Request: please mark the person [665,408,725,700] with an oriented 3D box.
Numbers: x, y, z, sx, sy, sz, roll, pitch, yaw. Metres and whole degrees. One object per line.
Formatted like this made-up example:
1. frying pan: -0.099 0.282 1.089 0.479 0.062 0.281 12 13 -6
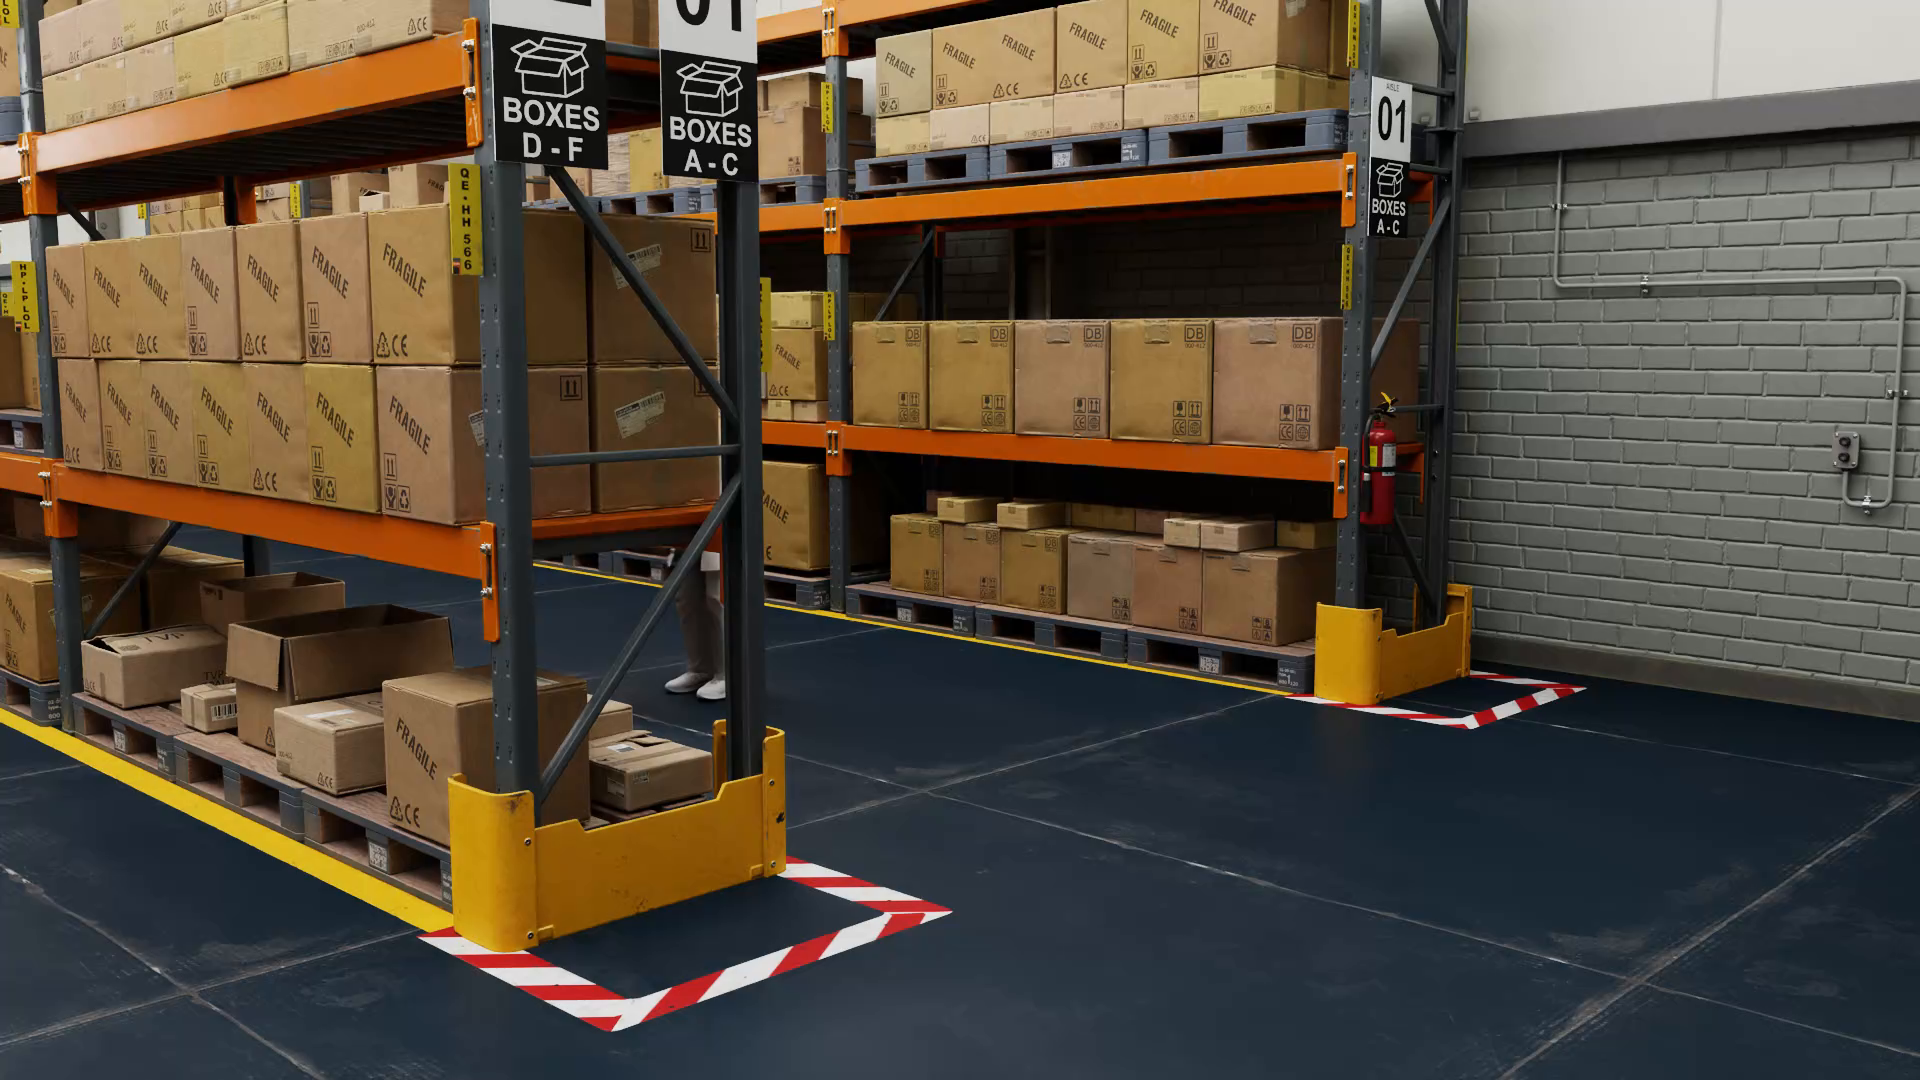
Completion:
1. person: -1.400 -0.048 8.773 0.528 1.770 0.584 6 9 42
